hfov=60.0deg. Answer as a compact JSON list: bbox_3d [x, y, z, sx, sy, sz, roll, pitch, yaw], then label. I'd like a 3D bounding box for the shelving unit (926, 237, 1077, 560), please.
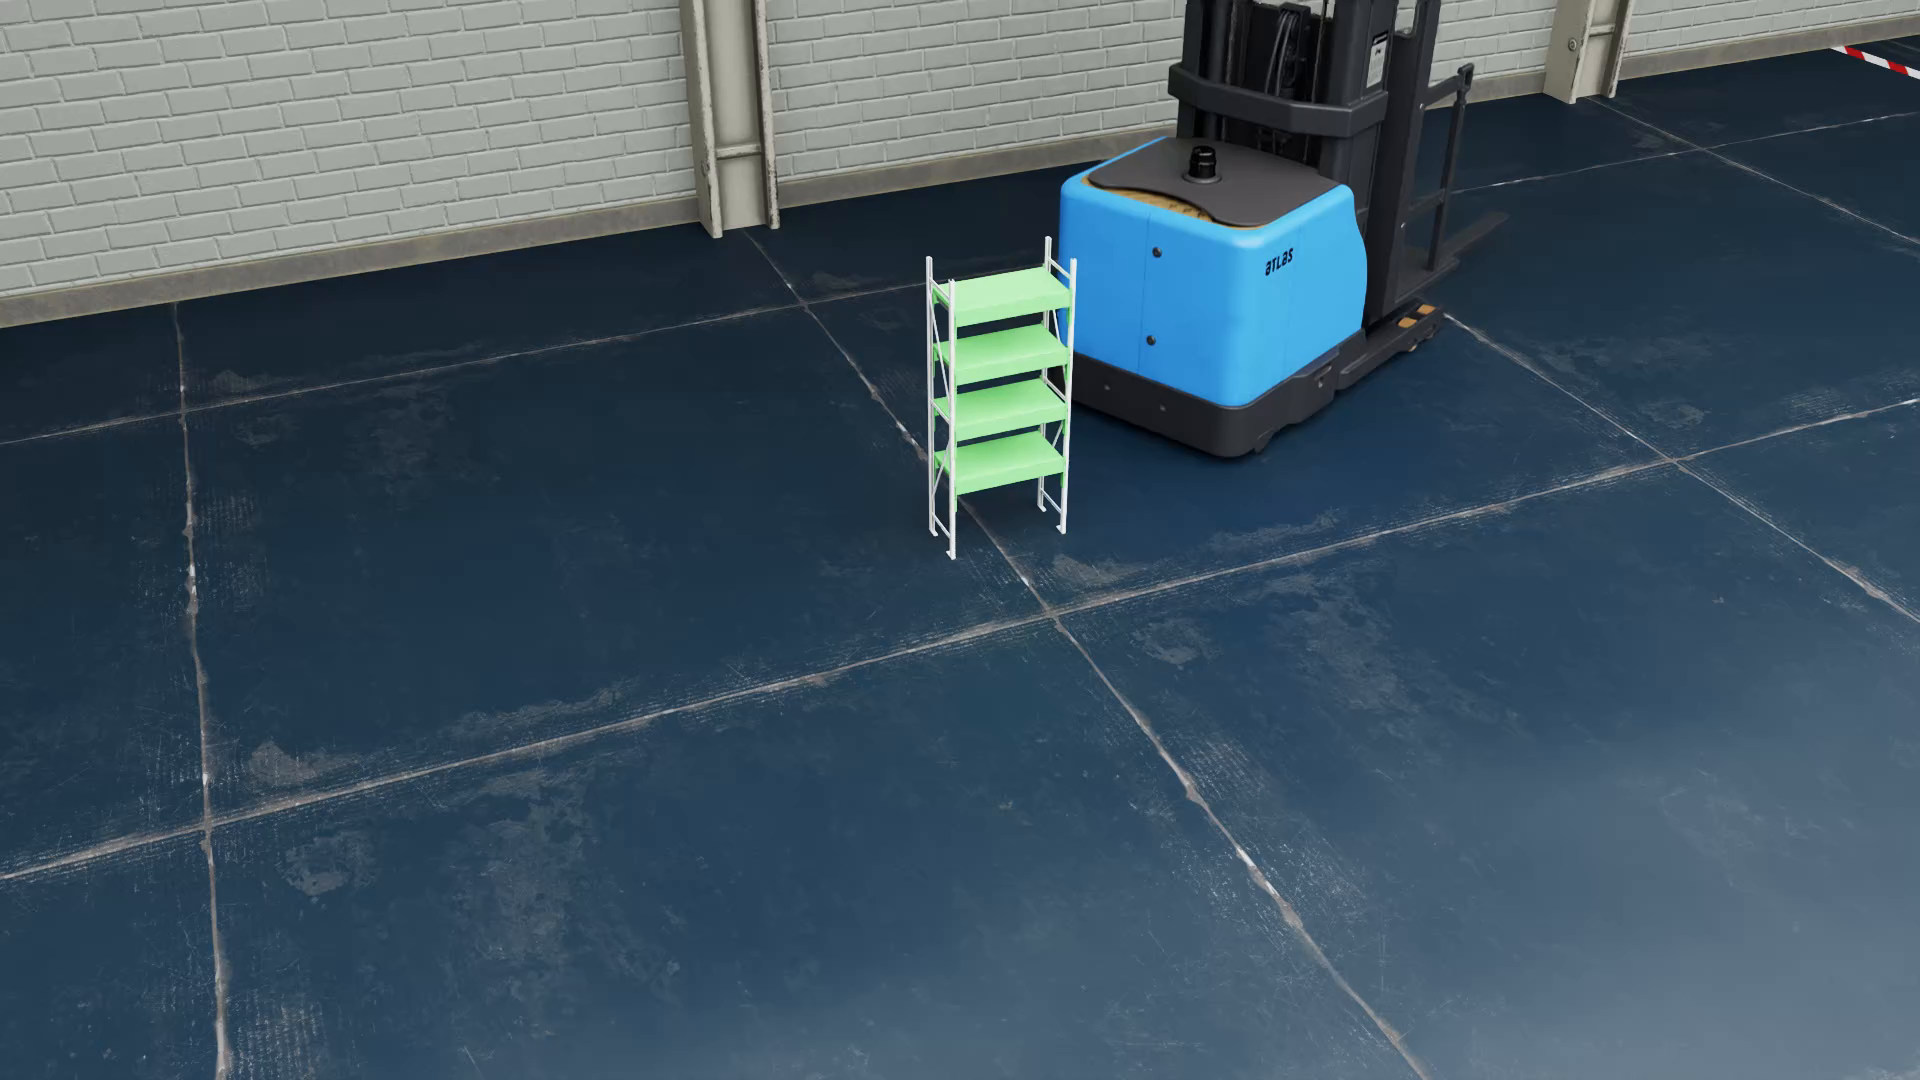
[{"bbox_3d":[0.153,-0.538,6.476,0.503,1.200,0.258,-13,35,-19],"label":"shelving unit"}]

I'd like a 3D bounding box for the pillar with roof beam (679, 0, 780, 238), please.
[{"bbox_3d":[0.399,-3.425,3.762,0.400,9.000,9.100,-13,35,-19],"label":"pillar with roof beam"}]

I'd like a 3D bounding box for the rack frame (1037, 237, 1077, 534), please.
[{"bbox_3d":[0.378,-0.589,6.556,0.015,1.200,0.240,-13,35,-19],"label":"rack frame"}]

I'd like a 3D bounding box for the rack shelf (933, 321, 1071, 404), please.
[{"bbox_3d":[0.153,-0.685,6.380,0.480,0.148,0.258,-13,35,-19],"label":"rack shelf"}]

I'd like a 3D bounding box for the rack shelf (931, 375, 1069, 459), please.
[{"bbox_3d":[0.153,-0.484,6.511,0.480,0.148,0.258,-13,35,-19],"label":"rack shelf"}]

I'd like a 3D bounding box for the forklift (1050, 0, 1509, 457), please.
[{"bbox_3d":[1.760,-2.313,7.617,1.130,2.935,3.031,25,41,33],"label":"forklift"}]

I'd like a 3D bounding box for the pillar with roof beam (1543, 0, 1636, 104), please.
[{"bbox_3d":[5.932,-4.691,5.709,0.400,9.000,9.100,-13,35,-19],"label":"pillar with roof beam"}]

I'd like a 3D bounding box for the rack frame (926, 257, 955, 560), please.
[{"bbox_3d":[-0.072,-0.486,6.397,0.015,1.200,0.240,-13,35,-19],"label":"rack frame"}]

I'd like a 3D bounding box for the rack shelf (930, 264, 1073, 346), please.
[{"bbox_3d":[0.153,-0.887,6.250,0.480,0.148,0.258,-13,35,-19],"label":"rack shelf"}]

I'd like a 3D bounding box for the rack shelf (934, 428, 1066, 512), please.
[{"bbox_3d":[0.153,-0.283,6.642,0.480,0.148,0.258,-13,35,-19],"label":"rack shelf"}]
